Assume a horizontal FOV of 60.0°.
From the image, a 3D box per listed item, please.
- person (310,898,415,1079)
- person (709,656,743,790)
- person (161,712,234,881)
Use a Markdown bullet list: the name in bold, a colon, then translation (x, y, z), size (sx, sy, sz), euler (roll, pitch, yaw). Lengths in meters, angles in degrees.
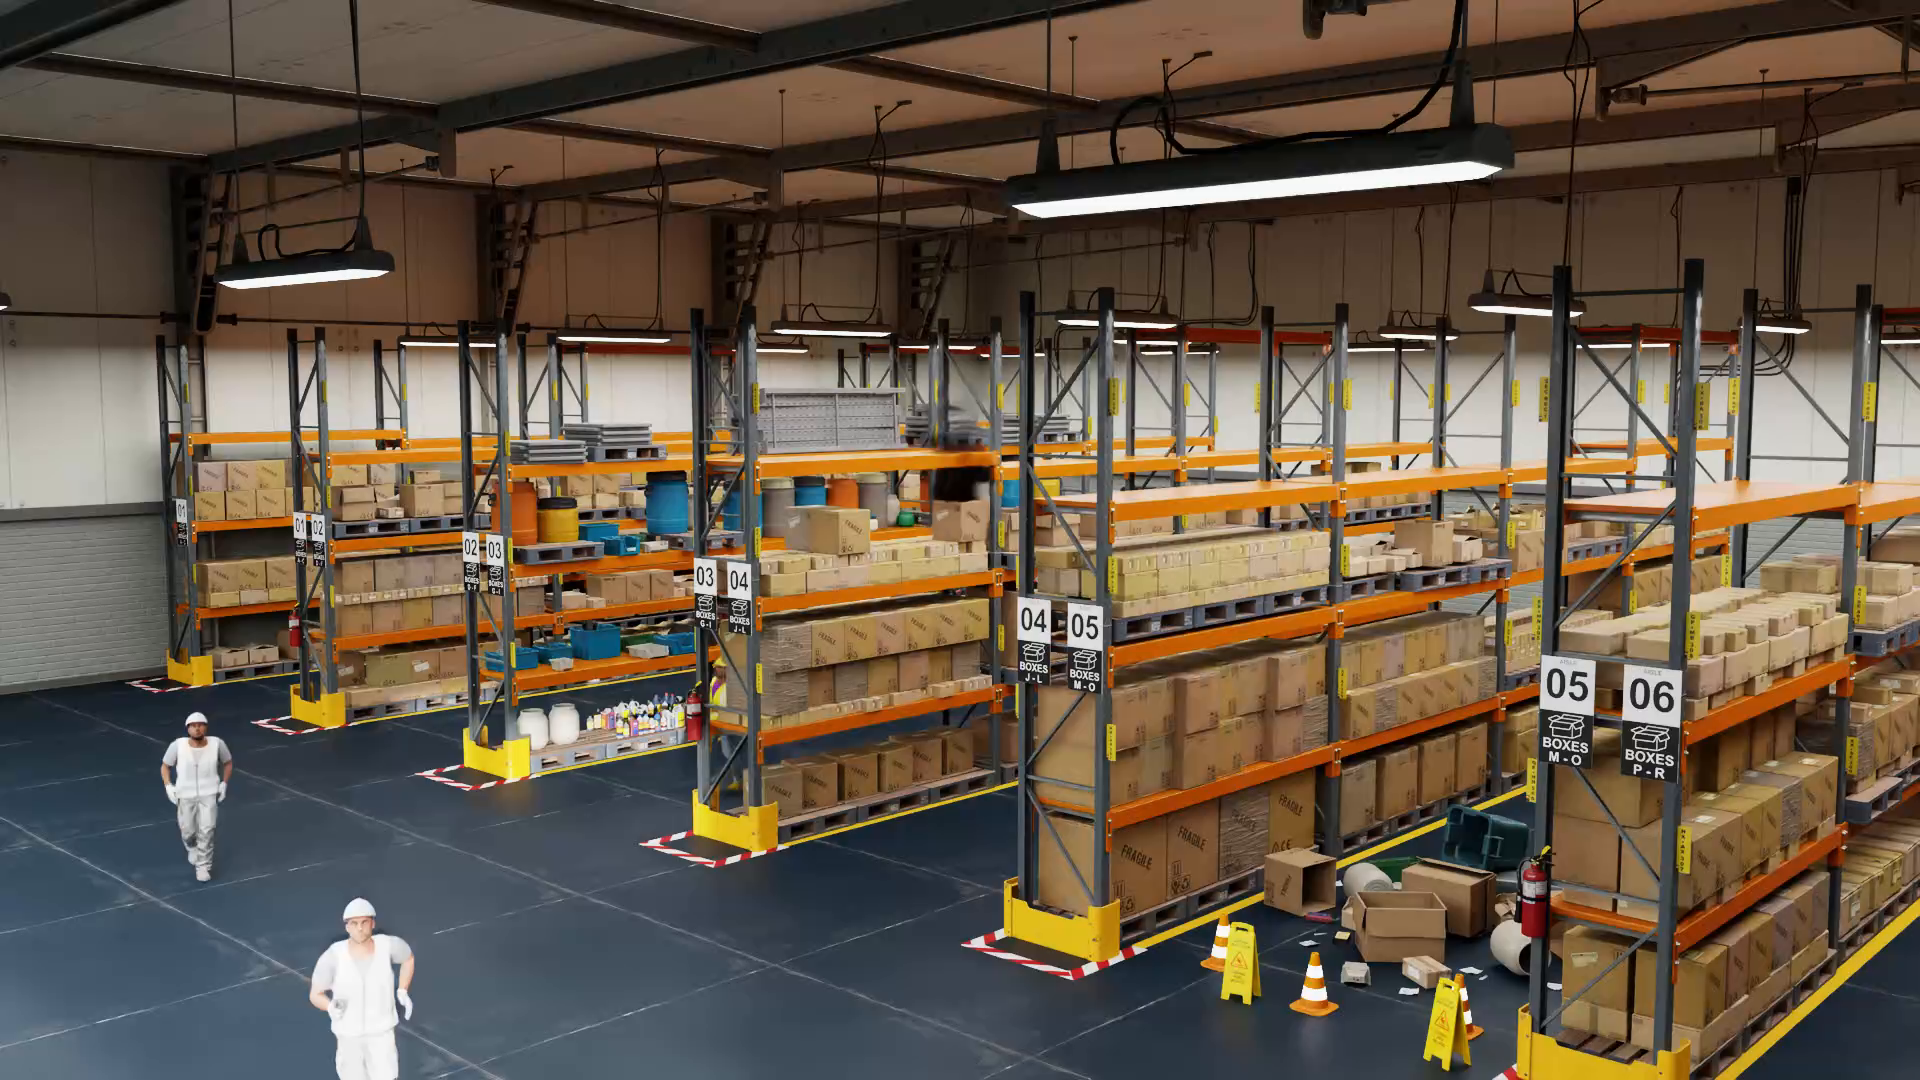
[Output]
- **person**: translation (-3.913, 3.234, 10.928), size (0.653, 1.798, 0.987), euler (-2, 6, -19)
- **person**: translation (-2.992, 2.339, 20.816), size (0.670, 1.798, 0.728), euler (3, 6, 32)
- **person**: translation (-7.992, 2.664, 17.452), size (0.691, 1.744, 0.594), euler (-2, 6, -22)
